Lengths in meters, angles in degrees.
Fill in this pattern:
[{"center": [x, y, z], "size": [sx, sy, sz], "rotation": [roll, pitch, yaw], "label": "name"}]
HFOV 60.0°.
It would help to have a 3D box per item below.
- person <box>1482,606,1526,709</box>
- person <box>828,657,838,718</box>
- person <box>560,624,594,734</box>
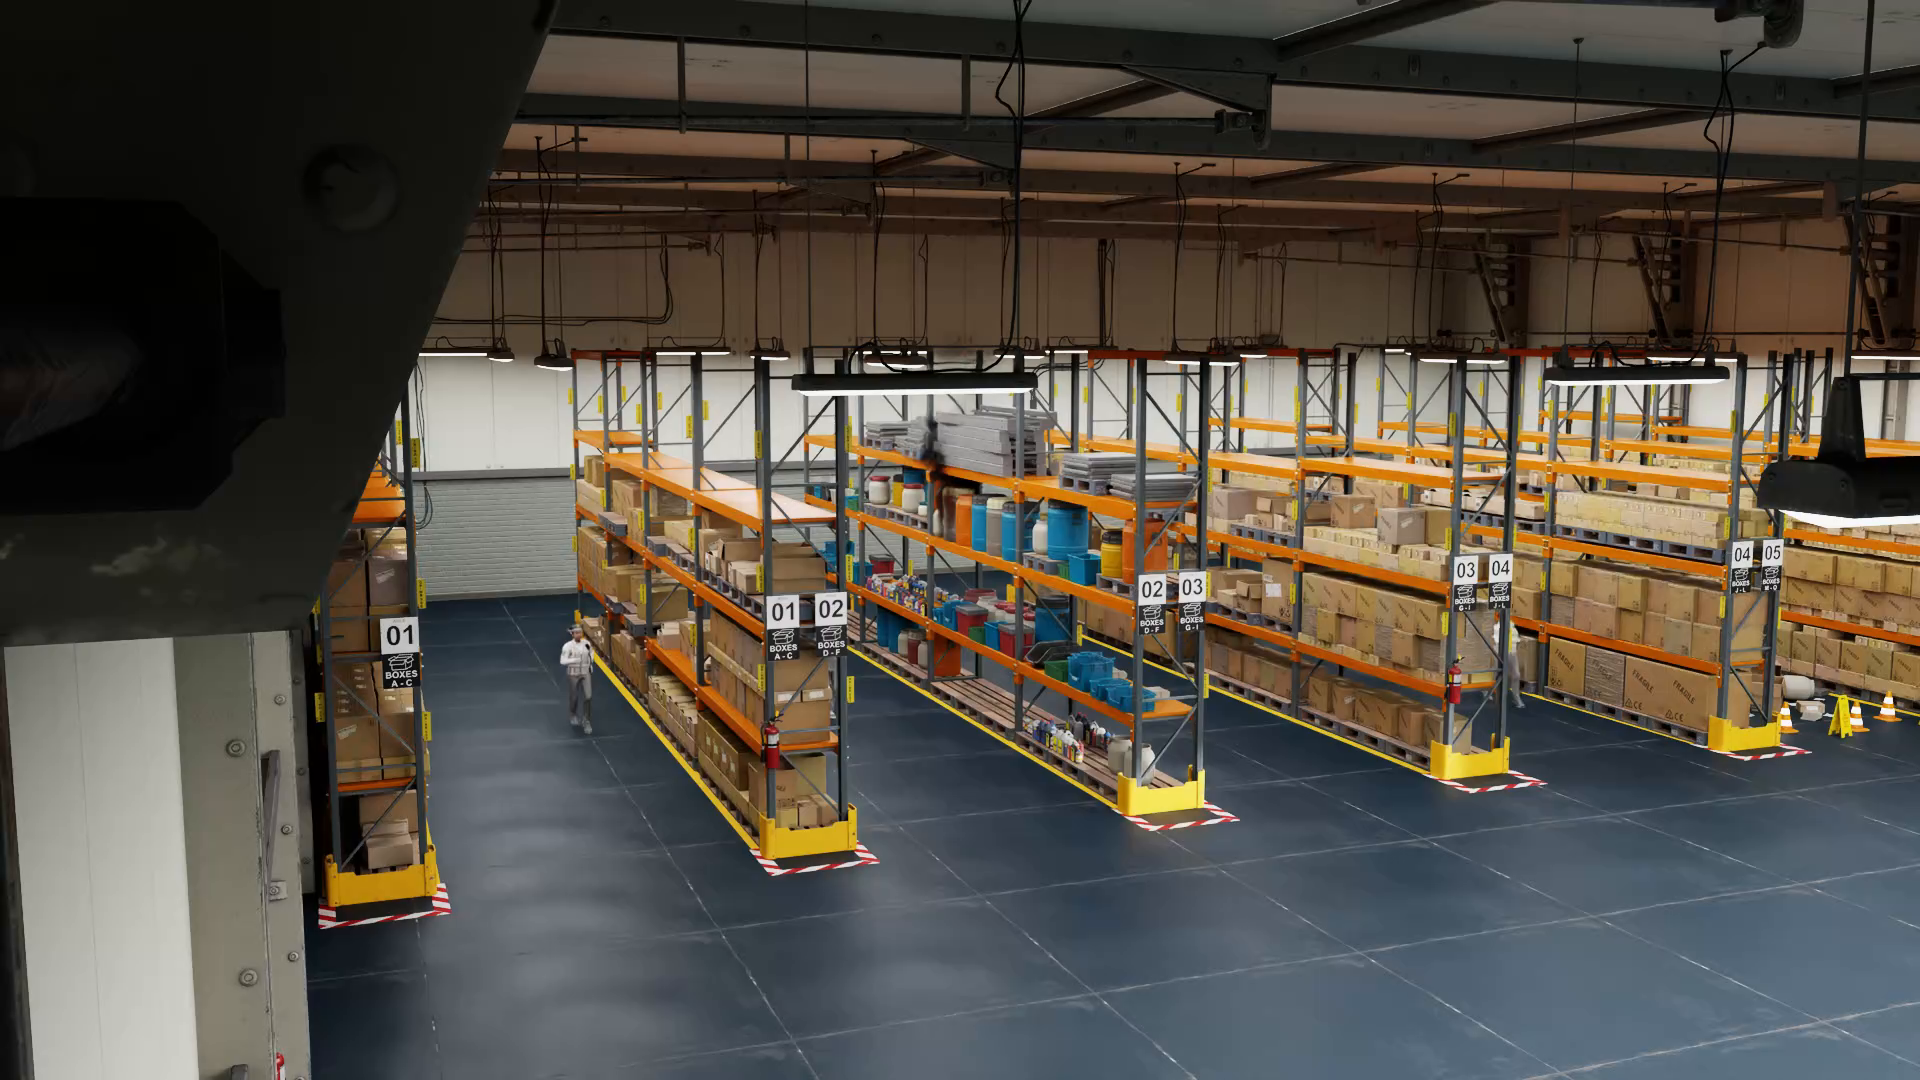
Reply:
[{"center": [9.289, 1.965, 28.360], "size": [0.596, 1.738, 0.839], "rotation": [-3, 8, -25], "label": "person"}, {"center": [-2.212, 2.149, 27.574], "size": [0.528, 1.563, 0.576], "rotation": [-5, 9, -33], "label": "person"}, {"center": [-6.089, 2.186, 26.572], "size": [0.596, 1.740, 0.720], "rotation": [-3, 8, -26], "label": "person"}]
